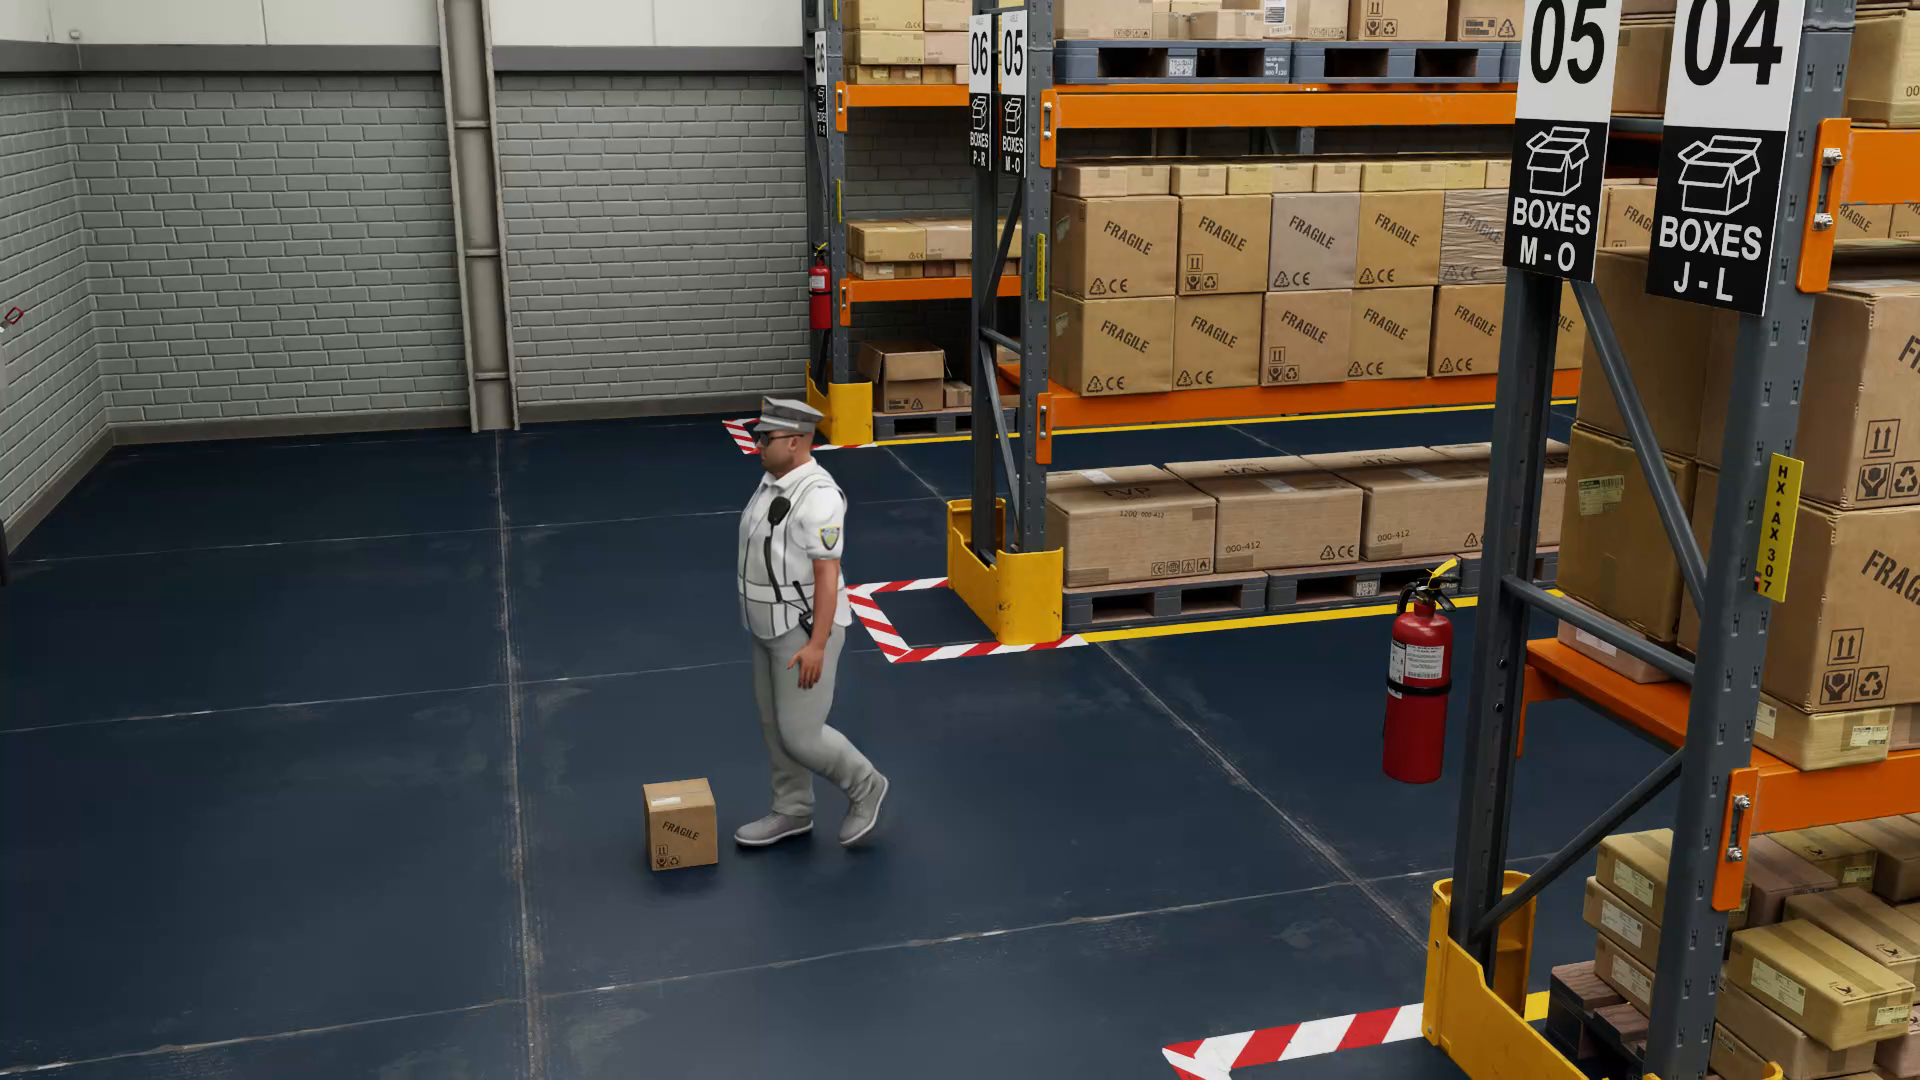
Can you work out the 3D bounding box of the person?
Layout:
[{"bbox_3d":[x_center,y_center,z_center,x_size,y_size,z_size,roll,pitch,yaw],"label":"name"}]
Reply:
[{"bbox_3d":[-0.584,0.319,6.319,0.585,1.767,0.561,-10,18,-30],"label":"person"}]
